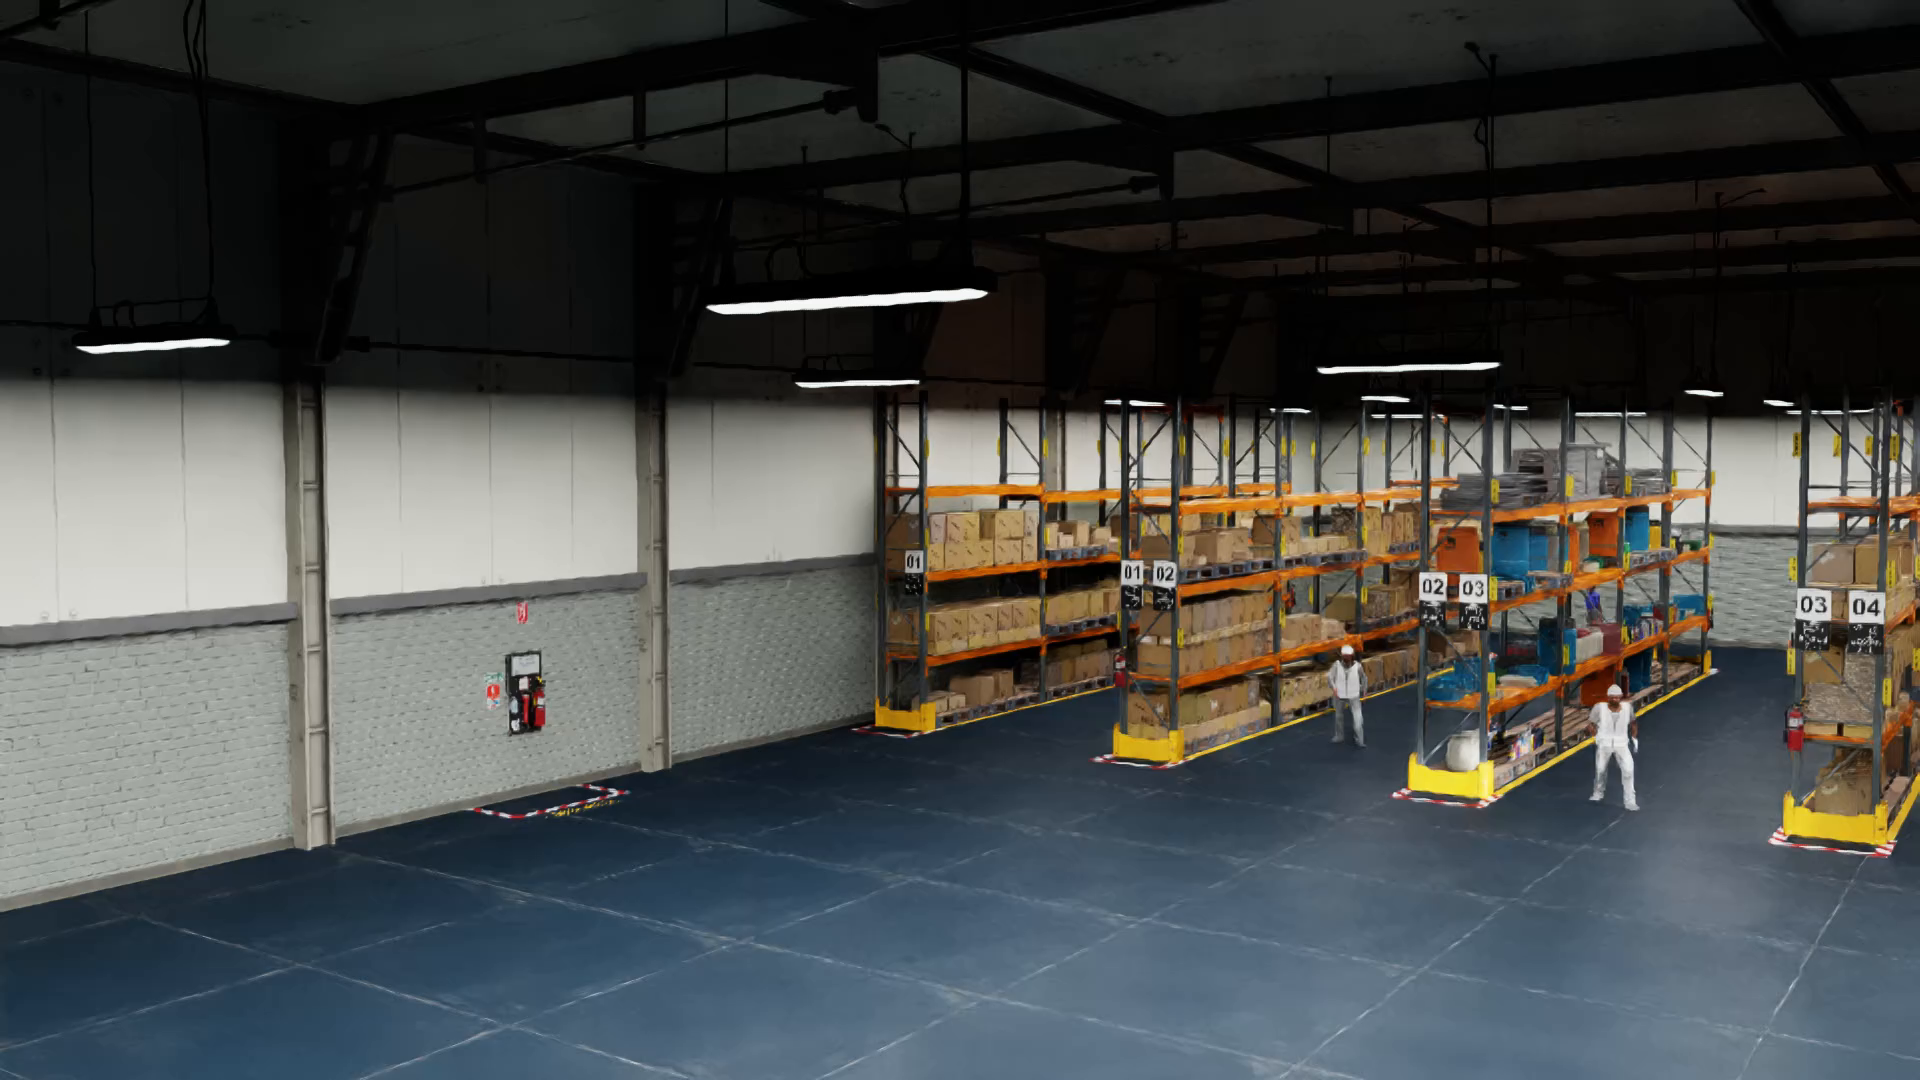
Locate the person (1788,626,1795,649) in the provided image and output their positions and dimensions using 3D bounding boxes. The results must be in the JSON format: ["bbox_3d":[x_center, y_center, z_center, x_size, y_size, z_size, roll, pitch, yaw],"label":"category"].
[{"bbox_3d":[17.205,2.299,34.080,0.446,1.590,1.110,2,4,36],"label":"person"}]

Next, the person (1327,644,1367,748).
[{"bbox_3d":[6.517,2.591,27.929,0.683,1.714,0.837,1,3,18],"label":"person"}]

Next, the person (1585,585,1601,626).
[{"bbox_3d":[15.973,1.878,41.703,0.523,1.631,0.520,-1,3,-19],"label":"person"}]

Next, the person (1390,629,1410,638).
[{"bbox_3d":[11.172,1.860,42.097,0.626,1.591,0.493,-1,3,-24],"label":"person"}]

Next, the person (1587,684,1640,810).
[{"bbox_3d":[9.102,2.850,23.169,0.692,1.722,0.846,1,3,18],"label":"person"}]
